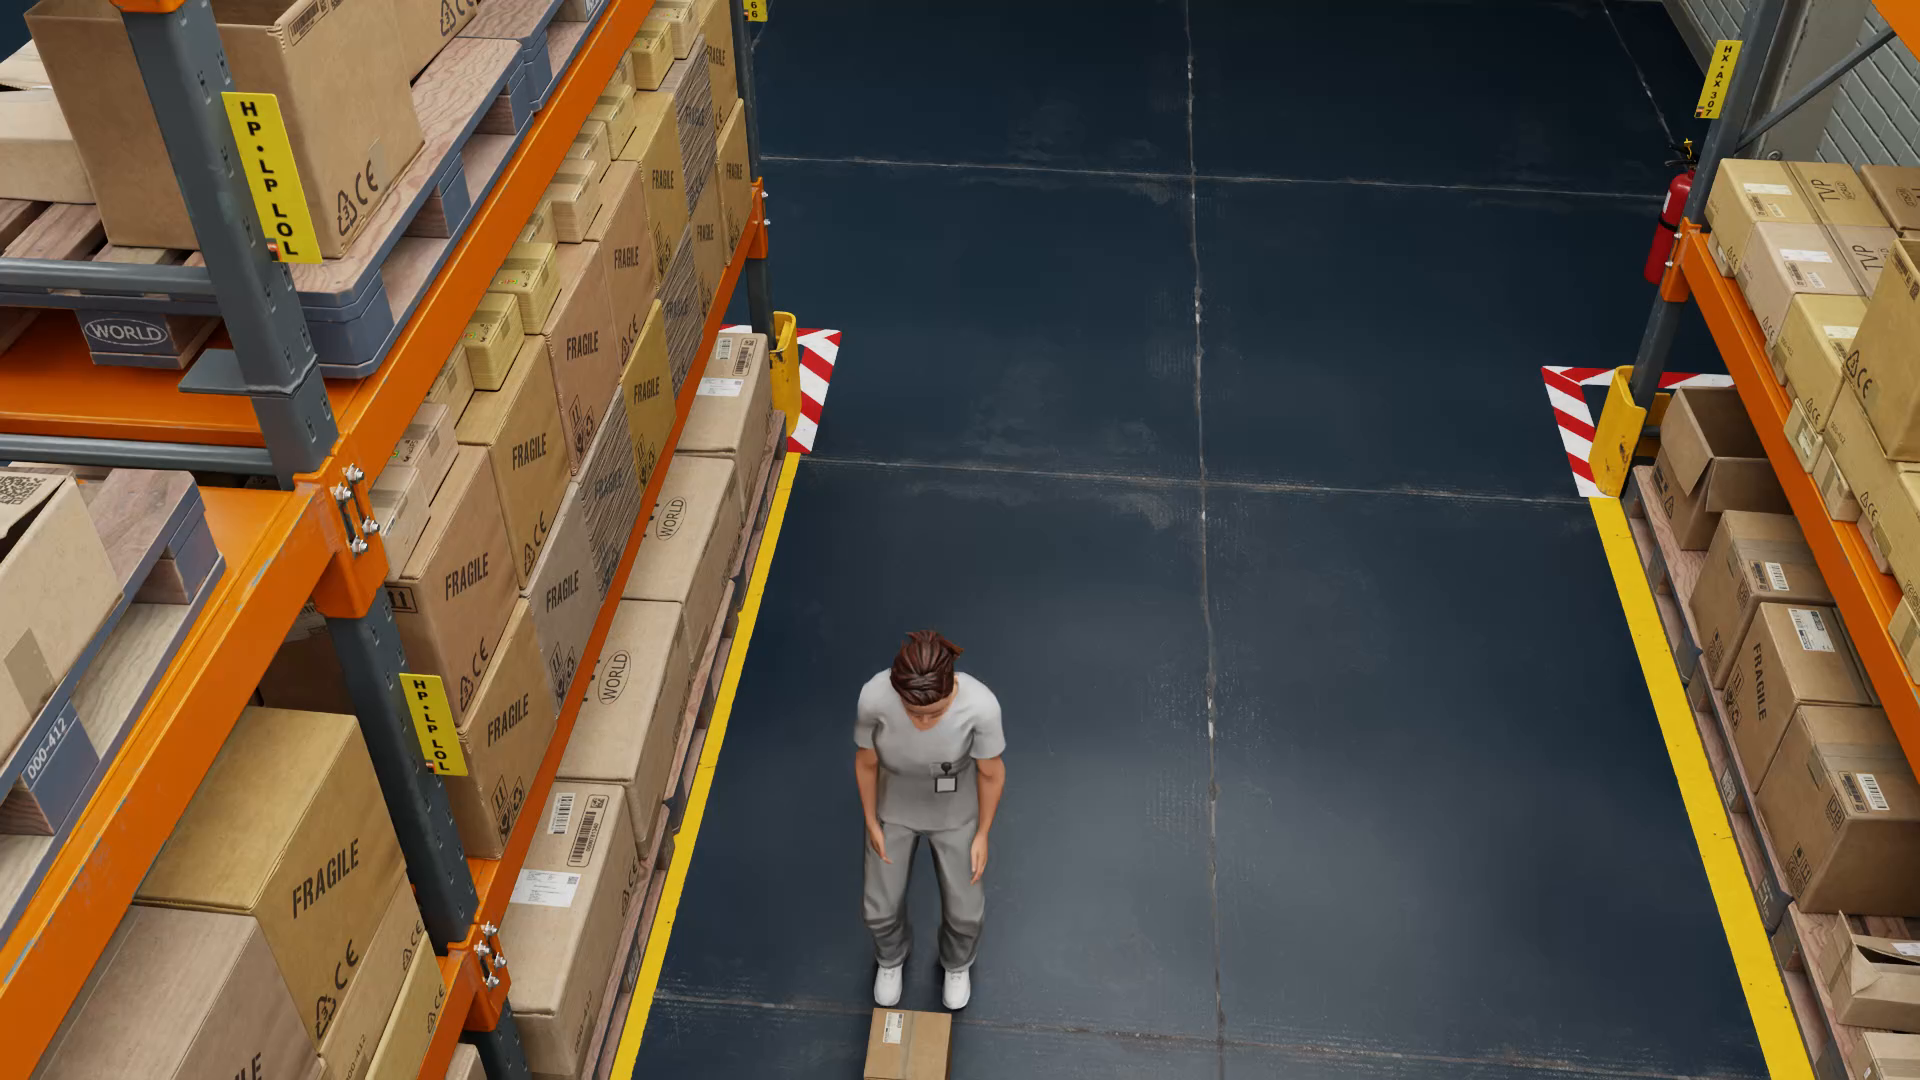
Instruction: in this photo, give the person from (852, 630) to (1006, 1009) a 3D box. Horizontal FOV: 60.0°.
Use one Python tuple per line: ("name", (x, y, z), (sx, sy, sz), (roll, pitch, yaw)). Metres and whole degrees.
("person", (-0.093, 0.867, 5.177), (0.461, 1.629, 0.387), (4, 40, 5))
